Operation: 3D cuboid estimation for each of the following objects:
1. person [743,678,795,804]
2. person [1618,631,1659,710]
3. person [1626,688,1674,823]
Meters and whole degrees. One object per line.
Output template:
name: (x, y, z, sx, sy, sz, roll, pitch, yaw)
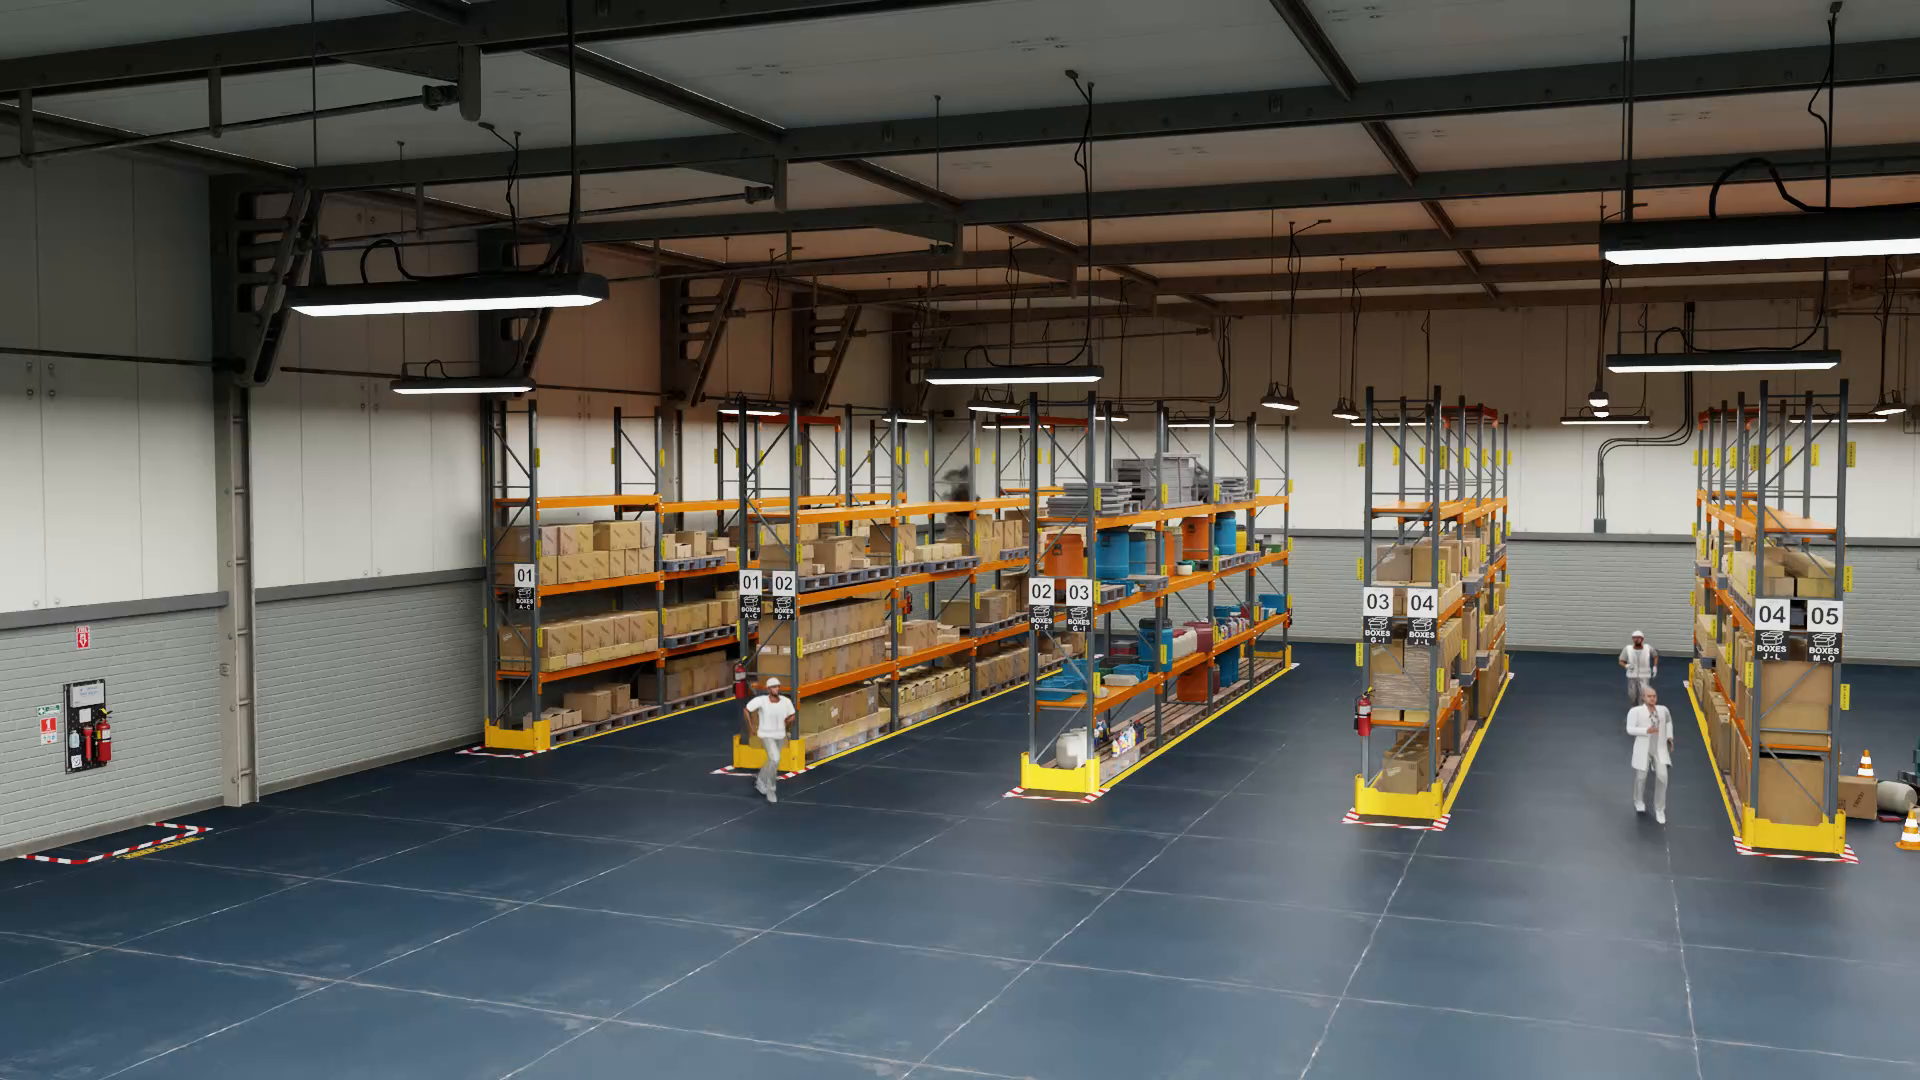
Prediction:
person: (-2.764, 2.912, 24.430, 0.693, 1.804, 0.722, -2, 4, -40)
person: (12.614, 2.597, 30.944, 0.680, 1.830, 0.724, 1, 3, 25)
person: (9.599, 2.976, 23.111, 0.648, 1.850, 0.842, 0, 3, 10)
